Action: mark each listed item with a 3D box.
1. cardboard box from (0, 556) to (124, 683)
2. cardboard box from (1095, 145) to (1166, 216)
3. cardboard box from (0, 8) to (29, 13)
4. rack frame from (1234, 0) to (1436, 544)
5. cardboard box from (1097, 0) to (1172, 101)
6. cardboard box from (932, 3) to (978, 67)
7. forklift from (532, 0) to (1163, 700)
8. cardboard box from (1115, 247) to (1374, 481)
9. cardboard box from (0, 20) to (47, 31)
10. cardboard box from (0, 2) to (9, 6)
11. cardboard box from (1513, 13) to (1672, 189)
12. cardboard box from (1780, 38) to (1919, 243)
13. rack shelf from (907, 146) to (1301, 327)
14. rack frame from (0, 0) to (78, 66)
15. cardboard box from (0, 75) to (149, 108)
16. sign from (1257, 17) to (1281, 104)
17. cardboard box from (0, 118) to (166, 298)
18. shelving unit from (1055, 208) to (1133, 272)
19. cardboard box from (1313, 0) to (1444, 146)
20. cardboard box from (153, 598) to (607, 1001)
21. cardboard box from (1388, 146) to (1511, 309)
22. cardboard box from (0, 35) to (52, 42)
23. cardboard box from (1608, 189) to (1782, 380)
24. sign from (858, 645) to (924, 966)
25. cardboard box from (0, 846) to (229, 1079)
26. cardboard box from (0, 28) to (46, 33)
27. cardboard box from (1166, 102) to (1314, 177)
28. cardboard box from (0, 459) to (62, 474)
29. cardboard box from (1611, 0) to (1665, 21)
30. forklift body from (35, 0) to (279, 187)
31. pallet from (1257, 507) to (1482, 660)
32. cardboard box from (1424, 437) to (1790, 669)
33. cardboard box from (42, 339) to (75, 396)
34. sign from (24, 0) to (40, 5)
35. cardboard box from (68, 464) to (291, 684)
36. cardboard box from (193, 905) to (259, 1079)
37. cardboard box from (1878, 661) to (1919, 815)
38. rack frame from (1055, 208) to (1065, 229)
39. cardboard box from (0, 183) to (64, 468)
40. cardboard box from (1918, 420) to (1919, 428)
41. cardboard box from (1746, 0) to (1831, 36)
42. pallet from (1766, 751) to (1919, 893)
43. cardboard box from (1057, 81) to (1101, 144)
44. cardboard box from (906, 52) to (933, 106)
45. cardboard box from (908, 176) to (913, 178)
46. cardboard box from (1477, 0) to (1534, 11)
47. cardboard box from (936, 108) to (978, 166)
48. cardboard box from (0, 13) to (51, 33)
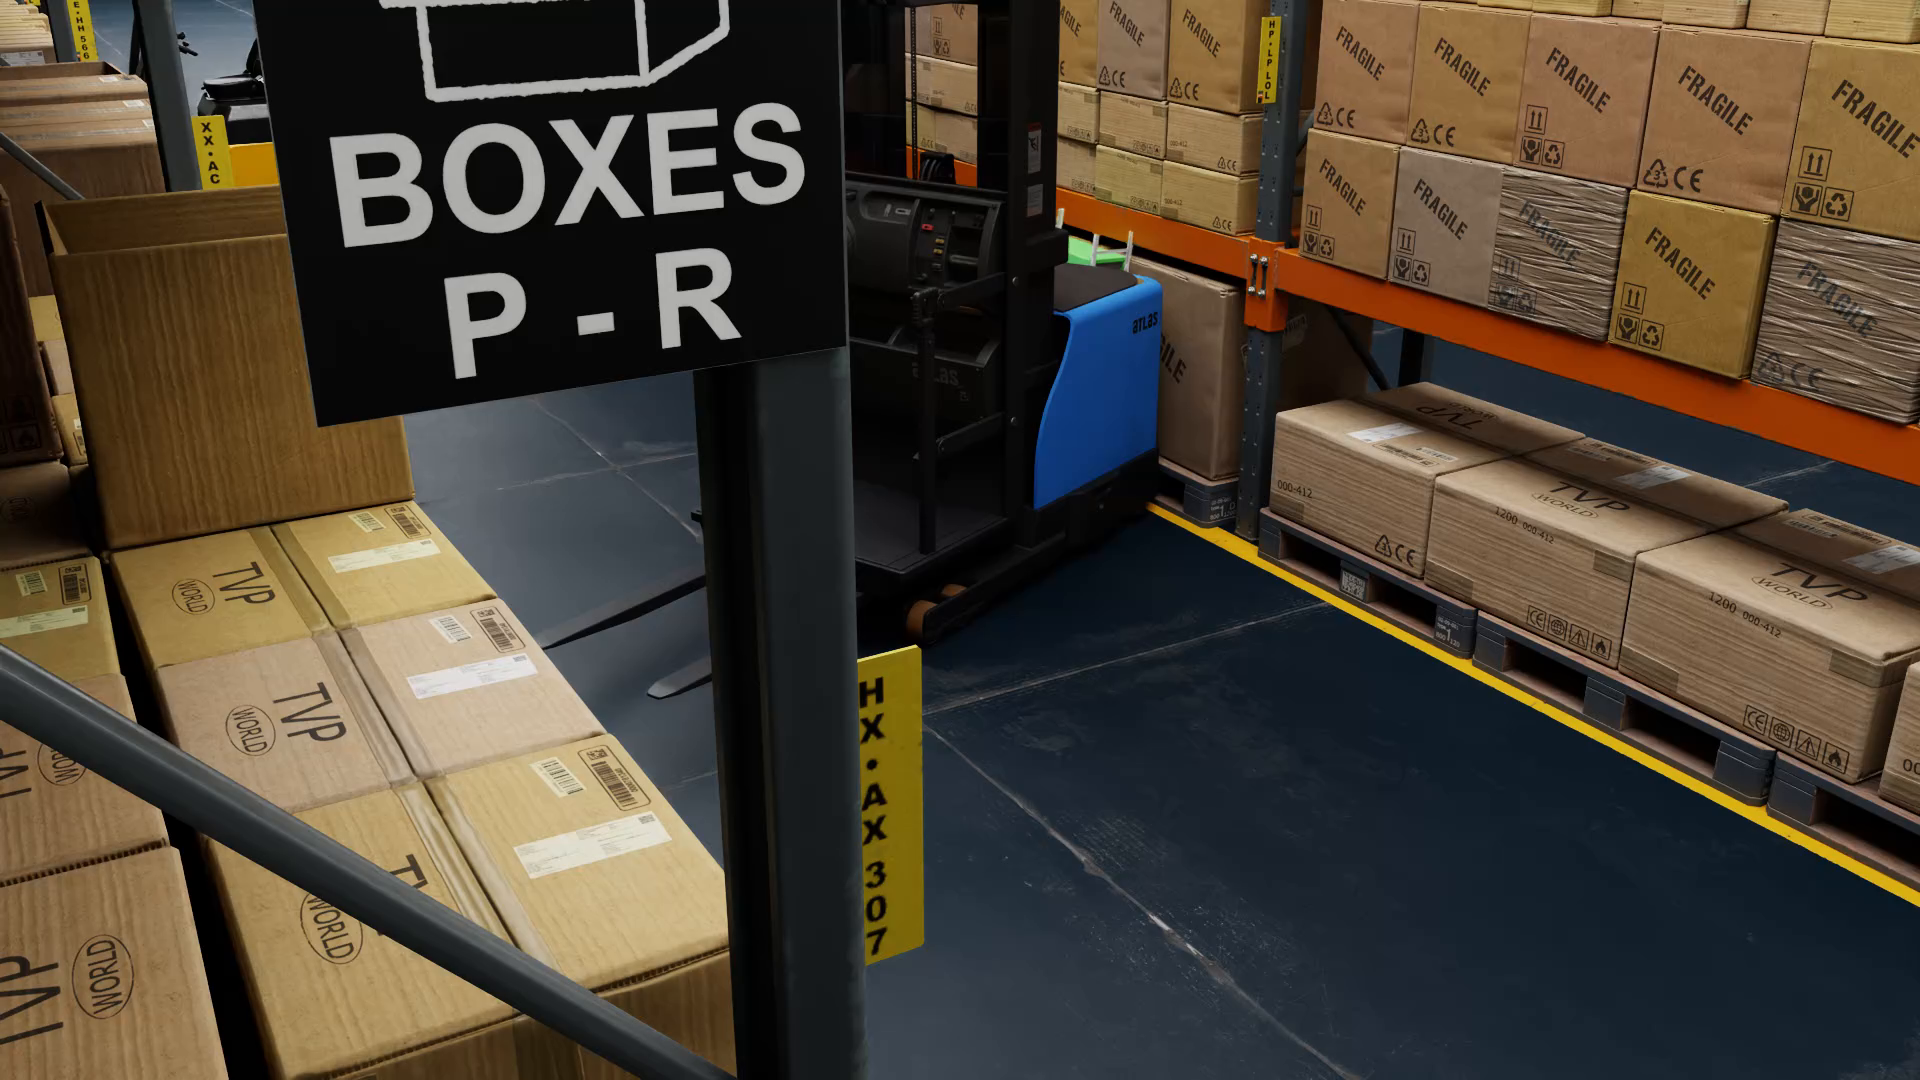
[{"bbox_3d":[-1.520,0.267,2.476,0.500,0.250,0.500,-12,25,-27],"label":"cardboard box"},{"bbox_3d":[0.971,-1.682,7.665,0.500,0.250,0.500,-13,25,-29],"label":"cardboard box"},{"bbox_3d":[-5.755,-3.076,9.902,0.380,0.149,0.250,-13,26,-29],"label":"cardboard box"},{"bbox_3d":[1.676,-1.490,6.993,1.000,3.000,0.127,-13,25,-28],"label":"rack frame"},{"bbox_3d":[0.962,-2.262,7.431,0.500,0.500,0.500,-12,25,-27],"label":"cardboard box"},{"bbox_3d":[0.188,-2.758,8.653,0.500,0.500,0.500,-12,25,-27],"label":"cardboard box"},{"bbox_3d":[-0.367,-1.168,6.291,1.130,2.935,3.031,15,27,33],"label":"forklift"},{"bbox_3d":[1.291,-0.885,7.770,0.875,0.875,0.875,-12,25,-27],"label":"cardboard box"},{"bbox_3d":[-5.210,-2.751,9.102,0.380,0.149,0.250,-12,25,-27],"label":"cardboard box"},{"bbox_3d":[-6.083,-3.233,10.287,0.380,0.149,0.250,-13,25,-28],"label":"cardboard box"},{"bbox_3d":[2.216,-1.466,5.473,0.500,0.500,0.500,-12,25,-27],"label":"cardboard box"},{"bbox_3d":[2.727,-1.139,4.669,0.500,0.500,0.500,-13,25,-29],"label":"cardboard box"},{"bbox_3d":[0.655,-1.804,8.721,1.077,0.370,4.000,-13,25,-28],"label":"rack shelf"},{"bbox_3d":[-4.632,-1.828,7.826,1.000,3.000,0.127,-13,25,-28],"label":"rack frame"},{"bbox_3d":[-3.309,-1.396,6.071,0.700,0.500,0.500,-13,25,-29],"label":"cardboard box"},{"bbox_3d":[1.215,-1.882,6.525,0.100,0.325,0.005,-13,25,-28],"label":"sign"},{"bbox_3d":[-2.644,-0.974,5.034,0.700,0.500,0.500,-12,25,-27],"label":"cardboard box"},{"bbox_3d":[0.490,-0.924,7.923,0.258,1.200,0.503,-12,29,-37],"label":"shelving unit"},{"bbox_3d":[1.711,-1.798,6.292,0.500,0.500,0.500,-12,25,-28],"label":"cardboard box"},{"bbox_3d":[-0.804,0.331,2.318,0.500,0.250,0.500,-12,25,-28],"label":"cardboard box"},{"bbox_3d":[1.945,-1.170,6.074,0.500,0.500,0.500,-12,25,-28],"label":"cardboard box"},{"bbox_3d":[-4.679,-2.421,8.291,0.380,0.149,0.250,-12,25,-27],"label":"cardboard box"},{"bbox_3d":[2.456,-0.841,5.264,0.500,0.500,0.500,-12,25,-27],"label":"cardboard box"},{"bbox_3d":[-0.079,0.256,1.549,0.100,0.325,0.005,-13,25,-28],"label":"sign"},{"bbox_3d":[-1.009,0.595,1.668,0.500,0.250,0.500,-12,25,-27],"label":"cardboard box"},{"bbox_3d":[-4.977,-2.582,8.685,0.380,0.149,0.250,-12,25,-28],"label":"cardboard box"},{"bbox_3d":[1.242,-1.748,7.163,0.500,0.250,0.500,-13,25,-28],"label":"cardboard box"},{"bbox_3d":[-2.044,-0.061,3.283,0.500,0.250,0.500,-12,25,-27],"label":"cardboard box"},{"bbox_3d":[2.310,-1.744,5.296,0.380,0.149,0.250,-13,25,-28],"label":"cardboard box"},{"bbox_3d":[-6.182,-3.762,13.711,2.313,2.155,1.214,-13,25,-28],"label":"forklift body"},{"bbox_3d":[1.998,0.063,6.875,1.003,0.211,1.213,-13,25,-28],"label":"pallet"},{"bbox_3d":[2.363,0.016,6.133,0.875,0.438,0.875,-13,26,-30],"label":"cardboard box"},{"bbox_3d":[-1.850,-0.325,3.931,0.500,0.250,0.500,-13,25,-28],"label":"cardboard box"},{"bbox_3d":[-6.214,-3.731,11.074,0.100,0.325,0.005,-13,25,-28],"label":"sign"},{"bbox_3d":[-1.345,0.006,3.117,0.500,0.250,0.500,-13,26,-30],"label":"cardboard box"},{"bbox_3d":[-0.812,0.567,2.268,0.380,0.149,0.250,-13,25,-29],"label":"cardboard box"},{"bbox_3d":[3.297,0.603,4.689,0.875,0.438,0.875,-14,26,-30],"label":"cardboard box"},{"bbox_3d":[0.341,-1.012,8.095,0.240,1.200,0.015,-12,29,-37],"label":"rack frame"},{"bbox_3d":[-2.057,-0.416,3.160,0.500,0.500,0.500,-13,26,-30],"label":"cardboard box"},{"bbox_3d":[3.002,-0.512,4.454,0.500,0.500,0.500,-13,26,-29],"label":"cardboard box"},{"bbox_3d":[2.547,-1.574,4.877,0.380,0.149,0.250,-12,25,-27],"label":"cardboard box"},{"bbox_3d":[3.244,0.853,4.932,1.003,0.211,1.213,-13,25,-28],"label":"pallet"},{"bbox_3d":[0.711,-2.075,7.967,0.500,0.250,0.500,-12,25,-27],"label":"cardboard box"},{"bbox_3d":[-0.057,-2.568,9.180,0.500,0.250,0.500,-12,25,-27],"label":"cardboard box"},{"bbox_3d":[-0.085,-1.755,9.910,0.875,0.875,0.875,-13,25,-29],"label":"cardboard box"},{"bbox_3d":[2.000,-1.901,5.682,0.380,0.149,0.250,-13,25,-29],"label":"cardboard box"},{"bbox_3d":[0.207,-2.174,8.877,0.500,0.250,0.500,-12,25,-27],"label":"cardboard box"},{"bbox_3d":[-5.430,-2.923,9.526,0.380,0.149,0.250,-13,26,-30],"label":"cardboard box"}]
